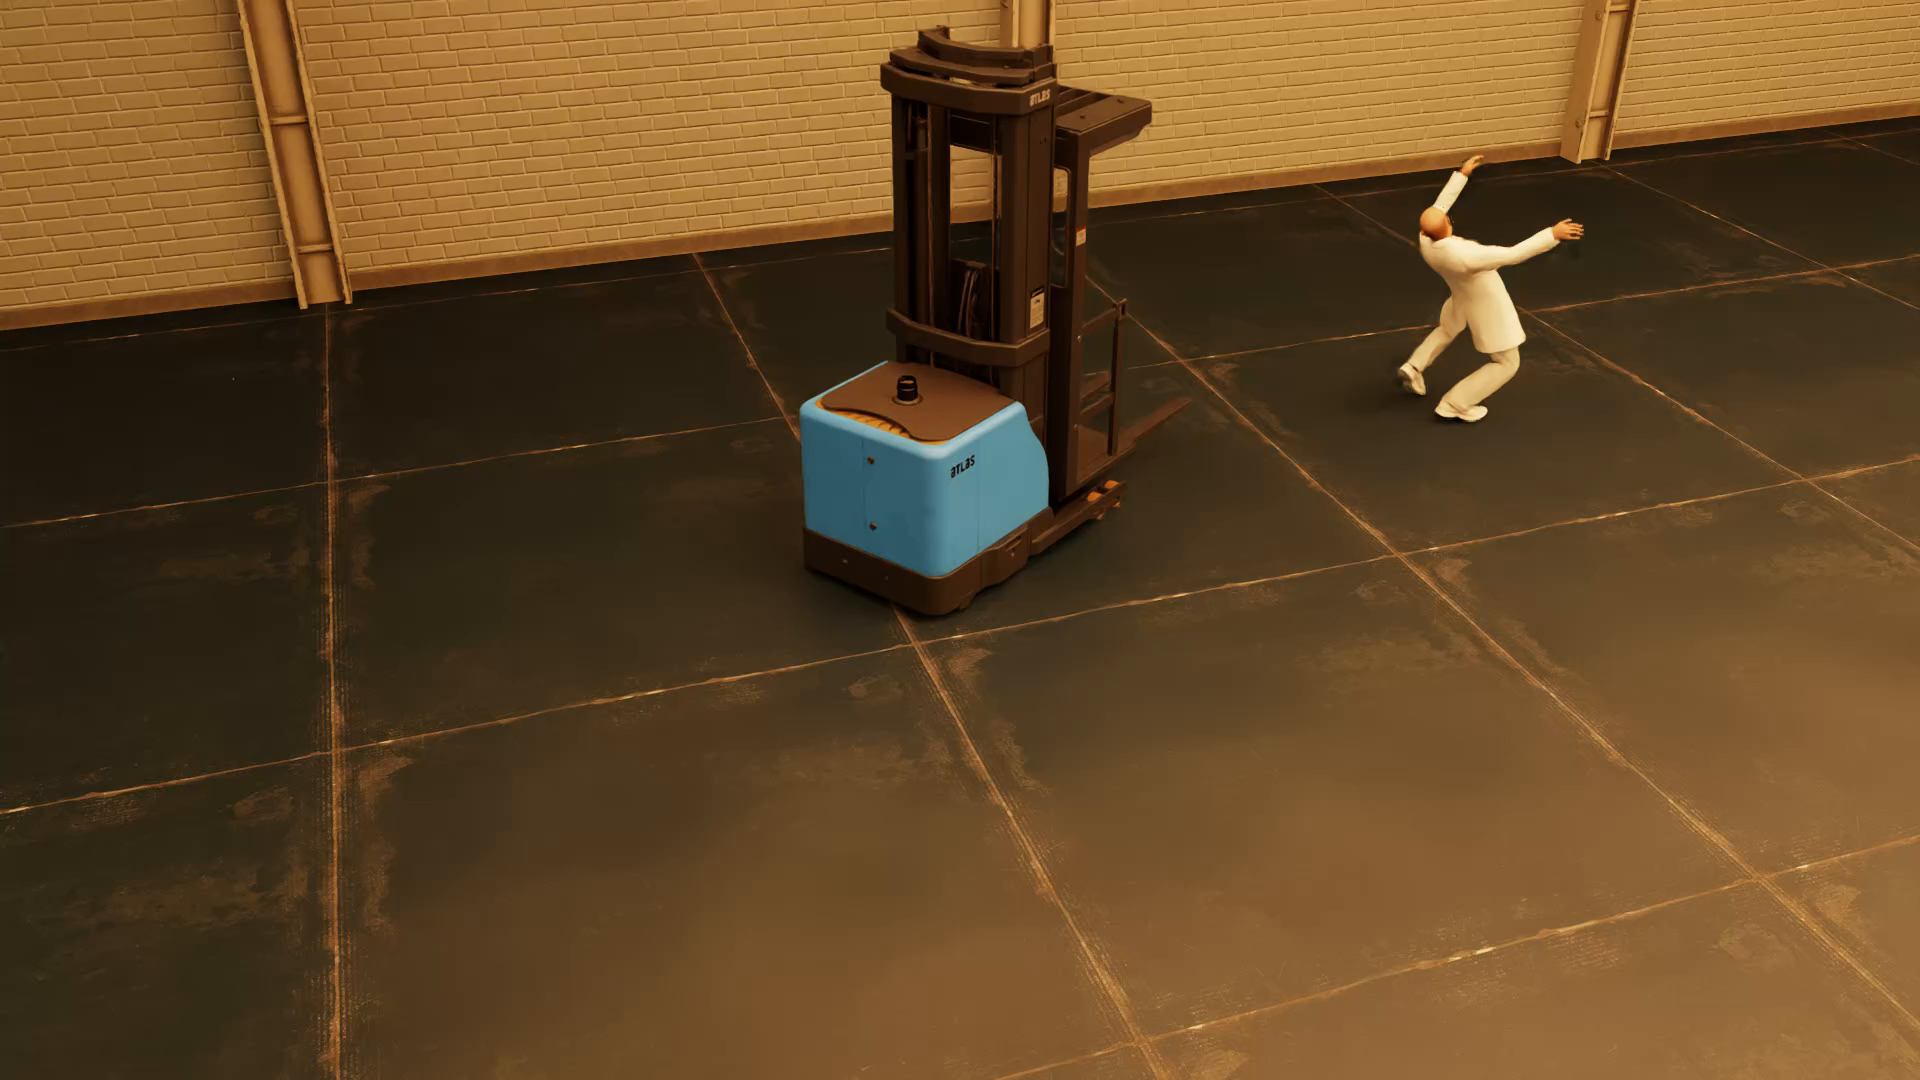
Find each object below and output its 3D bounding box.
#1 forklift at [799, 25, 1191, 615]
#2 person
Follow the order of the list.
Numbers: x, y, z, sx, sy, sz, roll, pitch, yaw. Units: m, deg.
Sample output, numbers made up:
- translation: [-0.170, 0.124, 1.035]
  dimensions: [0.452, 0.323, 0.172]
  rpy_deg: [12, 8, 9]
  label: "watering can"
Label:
- translation: [0.382, -1.531, 9.748]
  dimensions: [1.130, 2.935, 3.031]
  rpy_deg: [21, 36, 32]
  label: "forklift"
- translation: [3.447, -1.590, 11.082]
  dimensions: [0.724, 1.696, 1.085]
  rpy_deg: [-16, 34, -26]
  label: "person"
